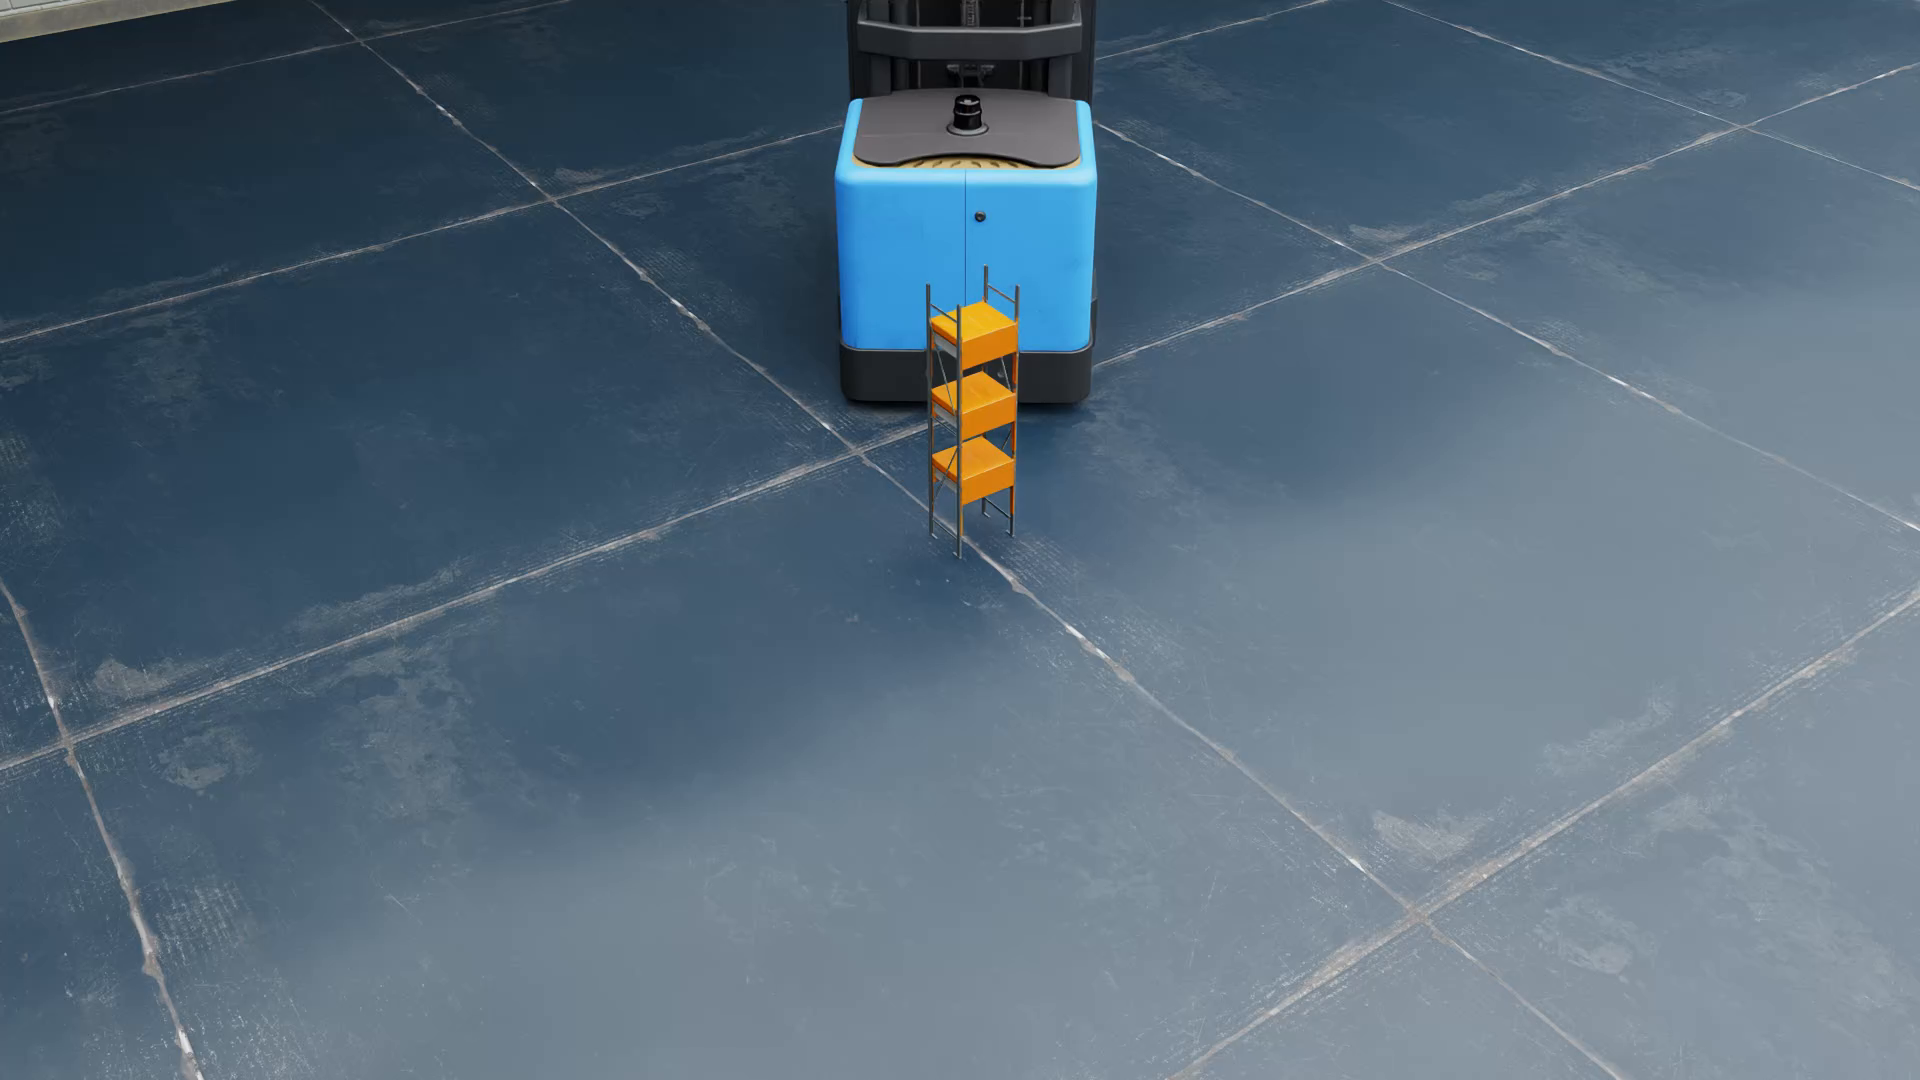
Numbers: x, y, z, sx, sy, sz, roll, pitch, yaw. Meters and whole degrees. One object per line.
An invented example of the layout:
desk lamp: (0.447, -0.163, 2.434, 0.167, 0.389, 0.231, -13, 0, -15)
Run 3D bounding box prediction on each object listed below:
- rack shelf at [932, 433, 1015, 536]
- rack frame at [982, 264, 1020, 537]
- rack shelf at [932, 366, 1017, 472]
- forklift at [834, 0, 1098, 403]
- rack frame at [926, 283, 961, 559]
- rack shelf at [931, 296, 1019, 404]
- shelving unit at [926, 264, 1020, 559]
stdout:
rack shelf: (0.044, -0.210, 6.137, 0.240, 0.259, 0.215, -22, 41, -28)
rack frame: (0.143, -0.485, 6.026, 0.008, 1.050, 0.200, -22, 41, -28)
rack shelf: (0.044, -0.436, 5.975, 0.240, 0.259, 0.215, -22, 41, -28)
forklift: (0.056, -2.589, 7.340, 1.130, 2.935, 3.031, 1, 36, 1)
rack frame: (-0.056, -0.403, 5.911, 0.008, 1.050, 0.200, -22, 41, -28)
rack shelf: (0.044, -0.666, 5.809, 0.240, 0.259, 0.215, -22, 41, -28)
shelving unit: (0.044, -0.444, 5.968, 0.252, 1.050, 0.215, -22, 41, -28)
